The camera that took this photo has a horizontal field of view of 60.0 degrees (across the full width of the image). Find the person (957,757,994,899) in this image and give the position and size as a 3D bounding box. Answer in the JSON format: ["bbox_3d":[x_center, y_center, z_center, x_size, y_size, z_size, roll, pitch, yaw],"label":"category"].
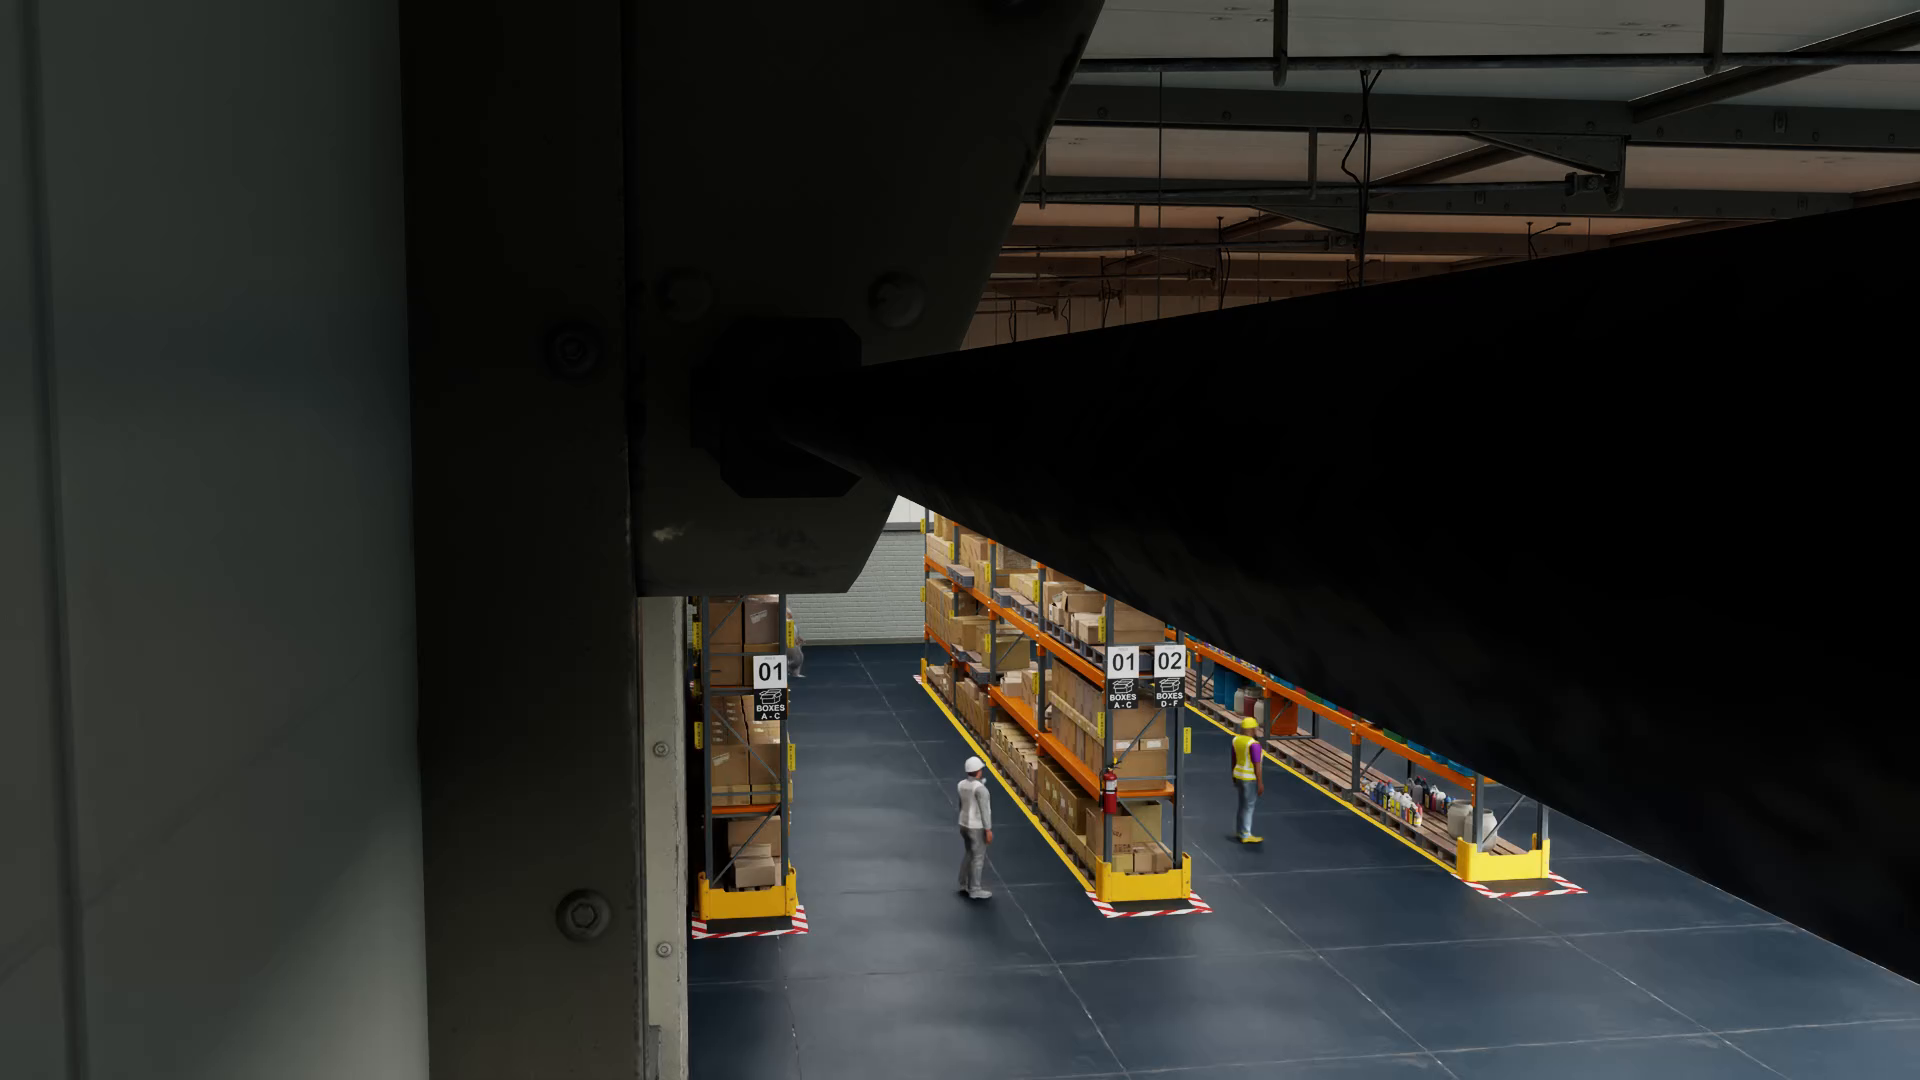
[{"bbox_3d":[0.189,3.629,20.926,0.365,1.817,0.622,-3,6,-31],"label":"person"}]

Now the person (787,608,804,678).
[{"bbox_3d":[-3.765,2.295,36.818,0.546,1.631,0.639,1,5,13],"label":"person"}]

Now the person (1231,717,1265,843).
[{"bbox_3d":[4.117,3.397,23.539,0.446,1.795,0.644,-2,5,-24],"label":"person"}]
